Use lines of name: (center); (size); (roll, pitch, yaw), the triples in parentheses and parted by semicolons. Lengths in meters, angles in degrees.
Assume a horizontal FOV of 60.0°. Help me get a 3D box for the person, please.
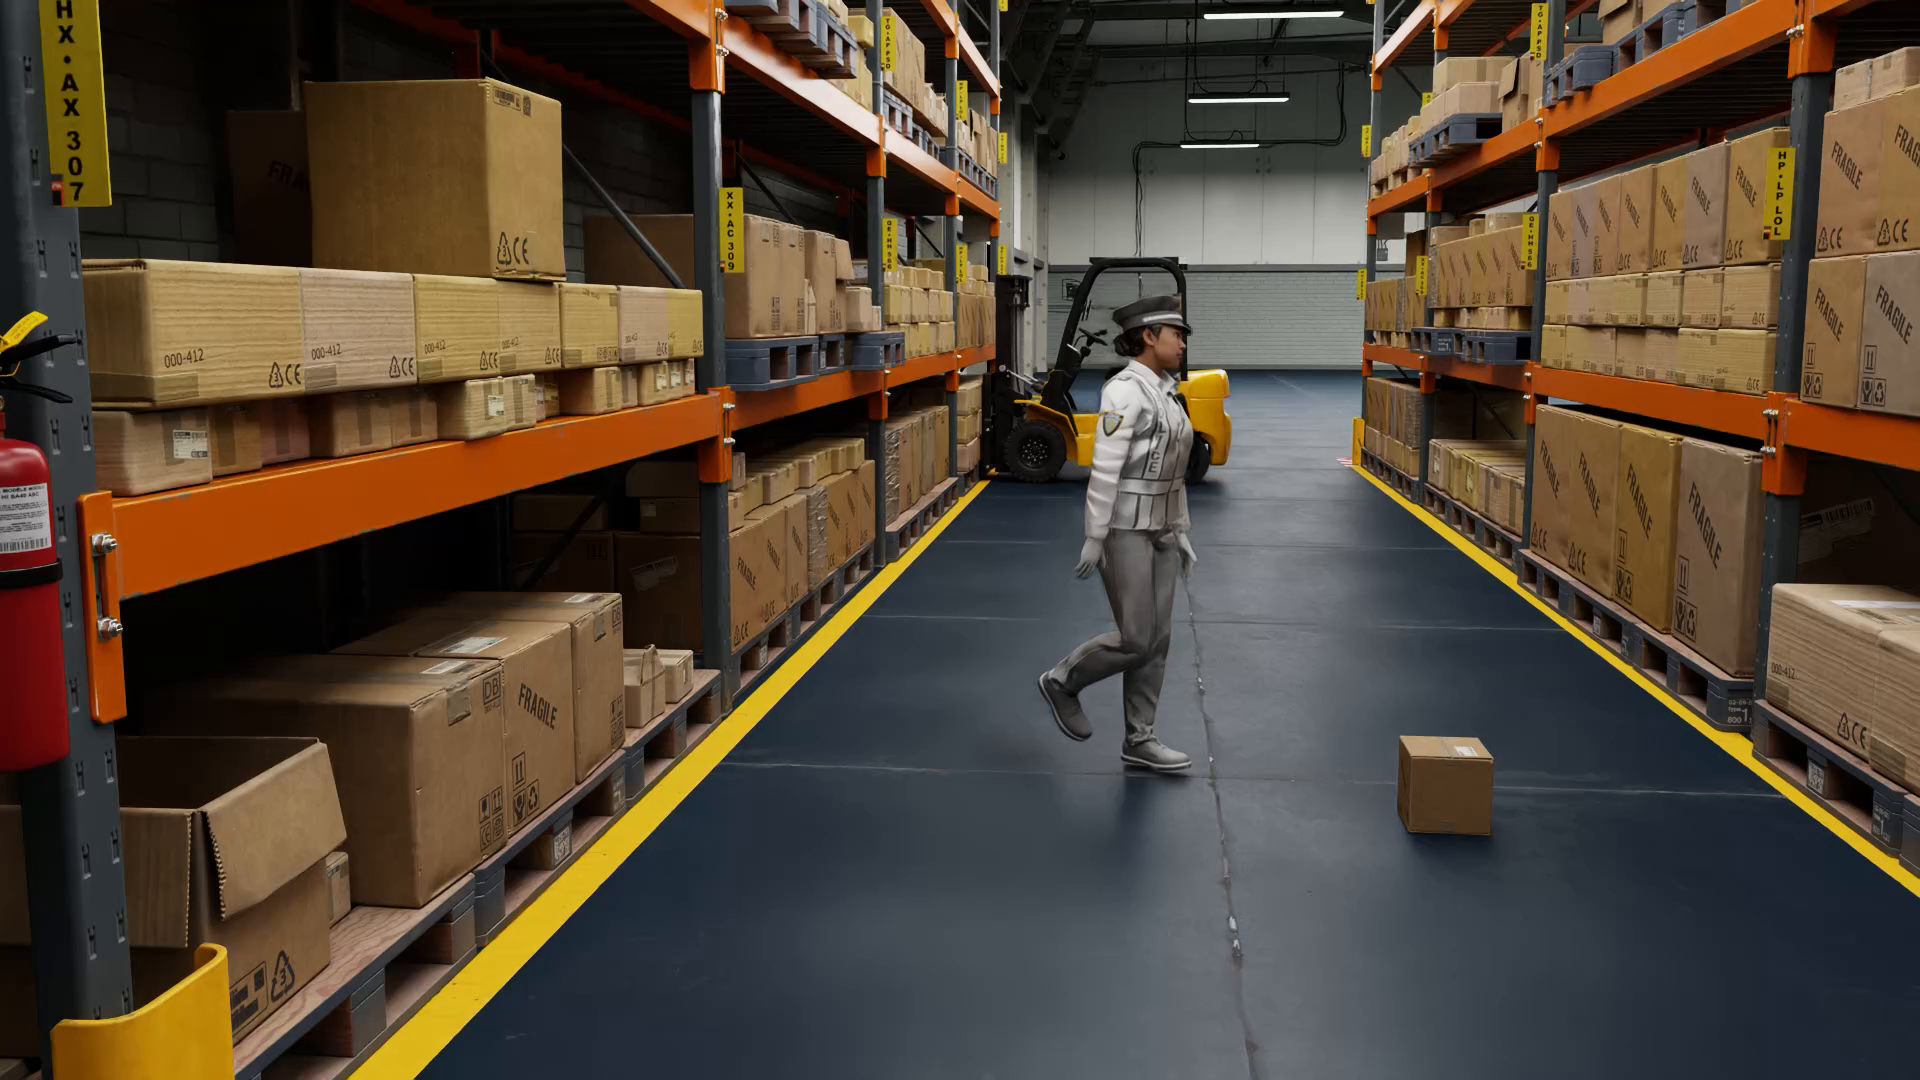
person: (0.560, -0.030, 5.857); (0.576, 1.659, 0.349); (5, 9, 35)
